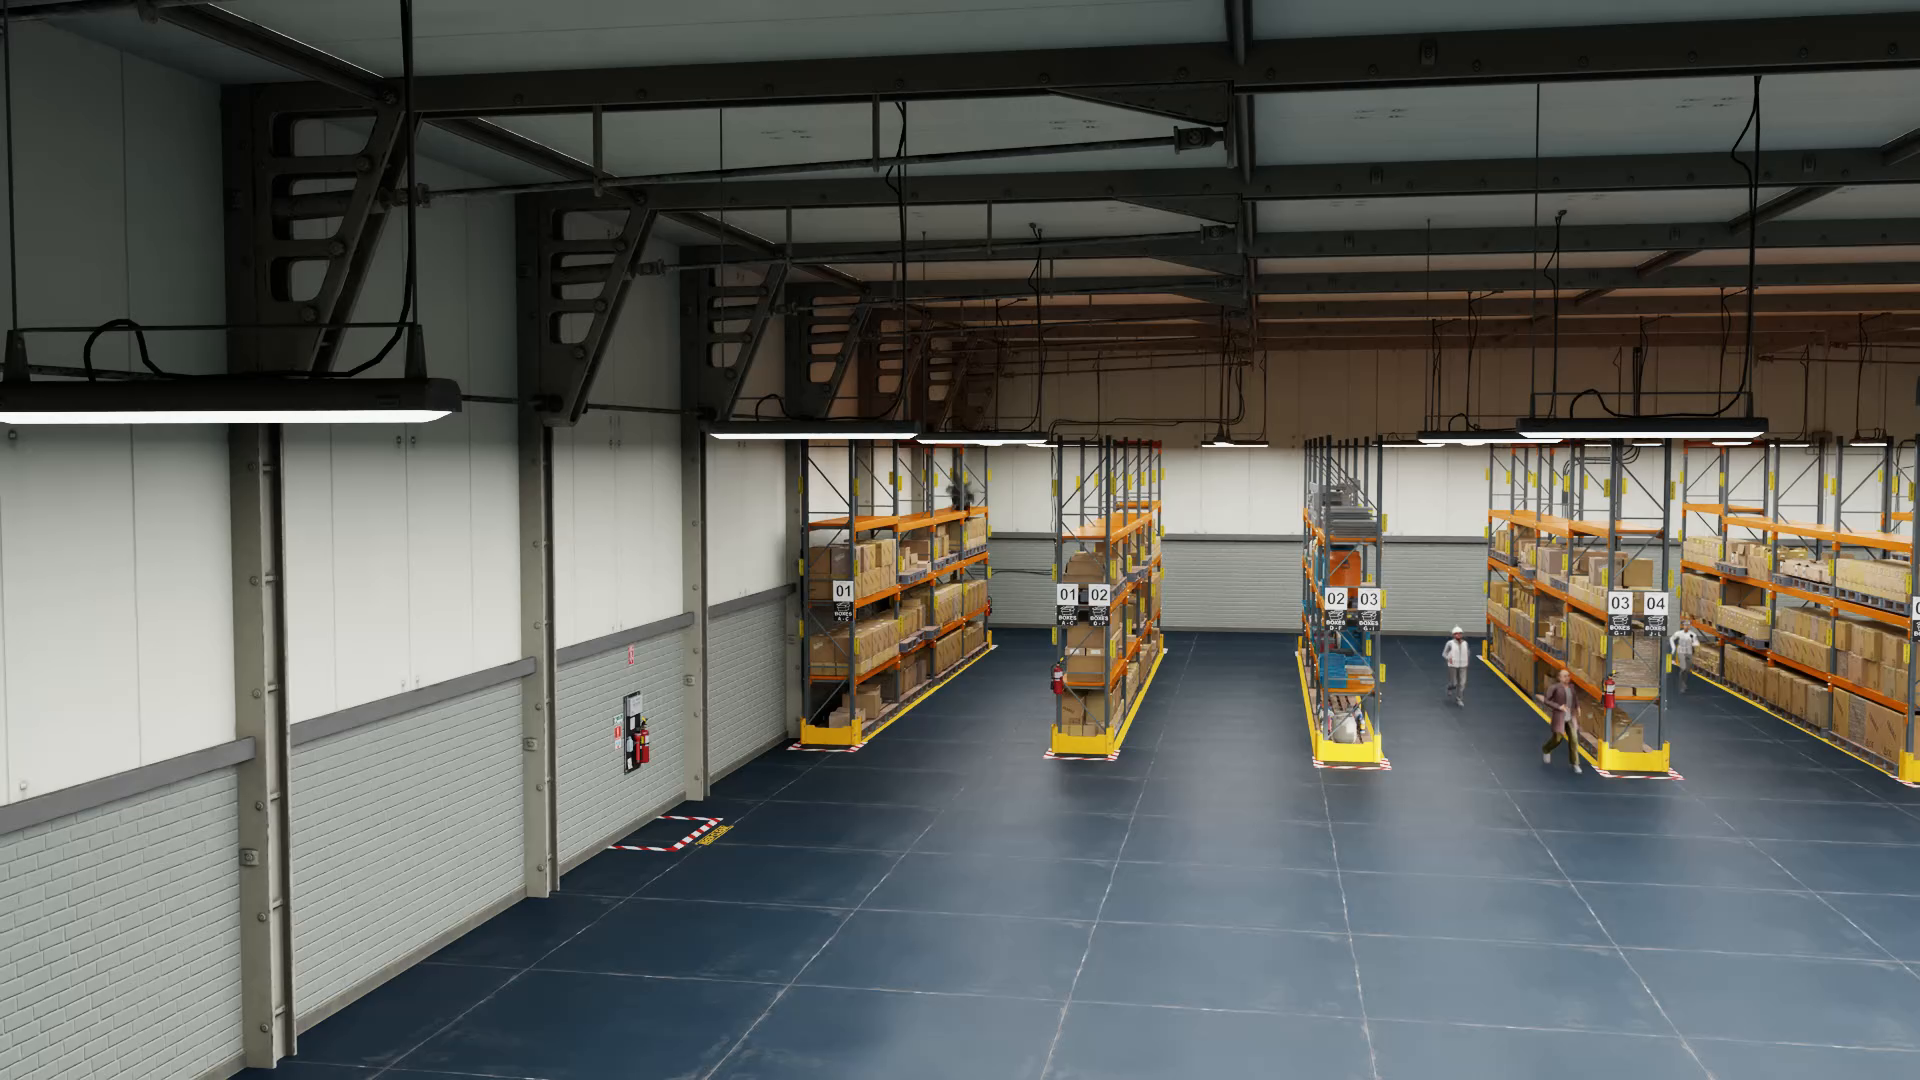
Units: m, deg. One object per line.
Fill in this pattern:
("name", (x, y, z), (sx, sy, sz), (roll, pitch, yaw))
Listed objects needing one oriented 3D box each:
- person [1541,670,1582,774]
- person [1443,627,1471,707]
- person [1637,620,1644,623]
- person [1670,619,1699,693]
("person", (10.802, 3.222, 29.779), (0.756, 1.809, 0.942), (-1, 3, -12))
("person", (11.202, 2.838, 37.457), (0.661, 1.758, 0.792), (0, 3, -2))
("person", (17.820, 2.518, 43.699), (0.672, 1.724, 0.836), (1, 3, 20))
("person", (17.196, 2.747, 39.434), (0.578, 1.750, 0.725), (0, 3, 7))
